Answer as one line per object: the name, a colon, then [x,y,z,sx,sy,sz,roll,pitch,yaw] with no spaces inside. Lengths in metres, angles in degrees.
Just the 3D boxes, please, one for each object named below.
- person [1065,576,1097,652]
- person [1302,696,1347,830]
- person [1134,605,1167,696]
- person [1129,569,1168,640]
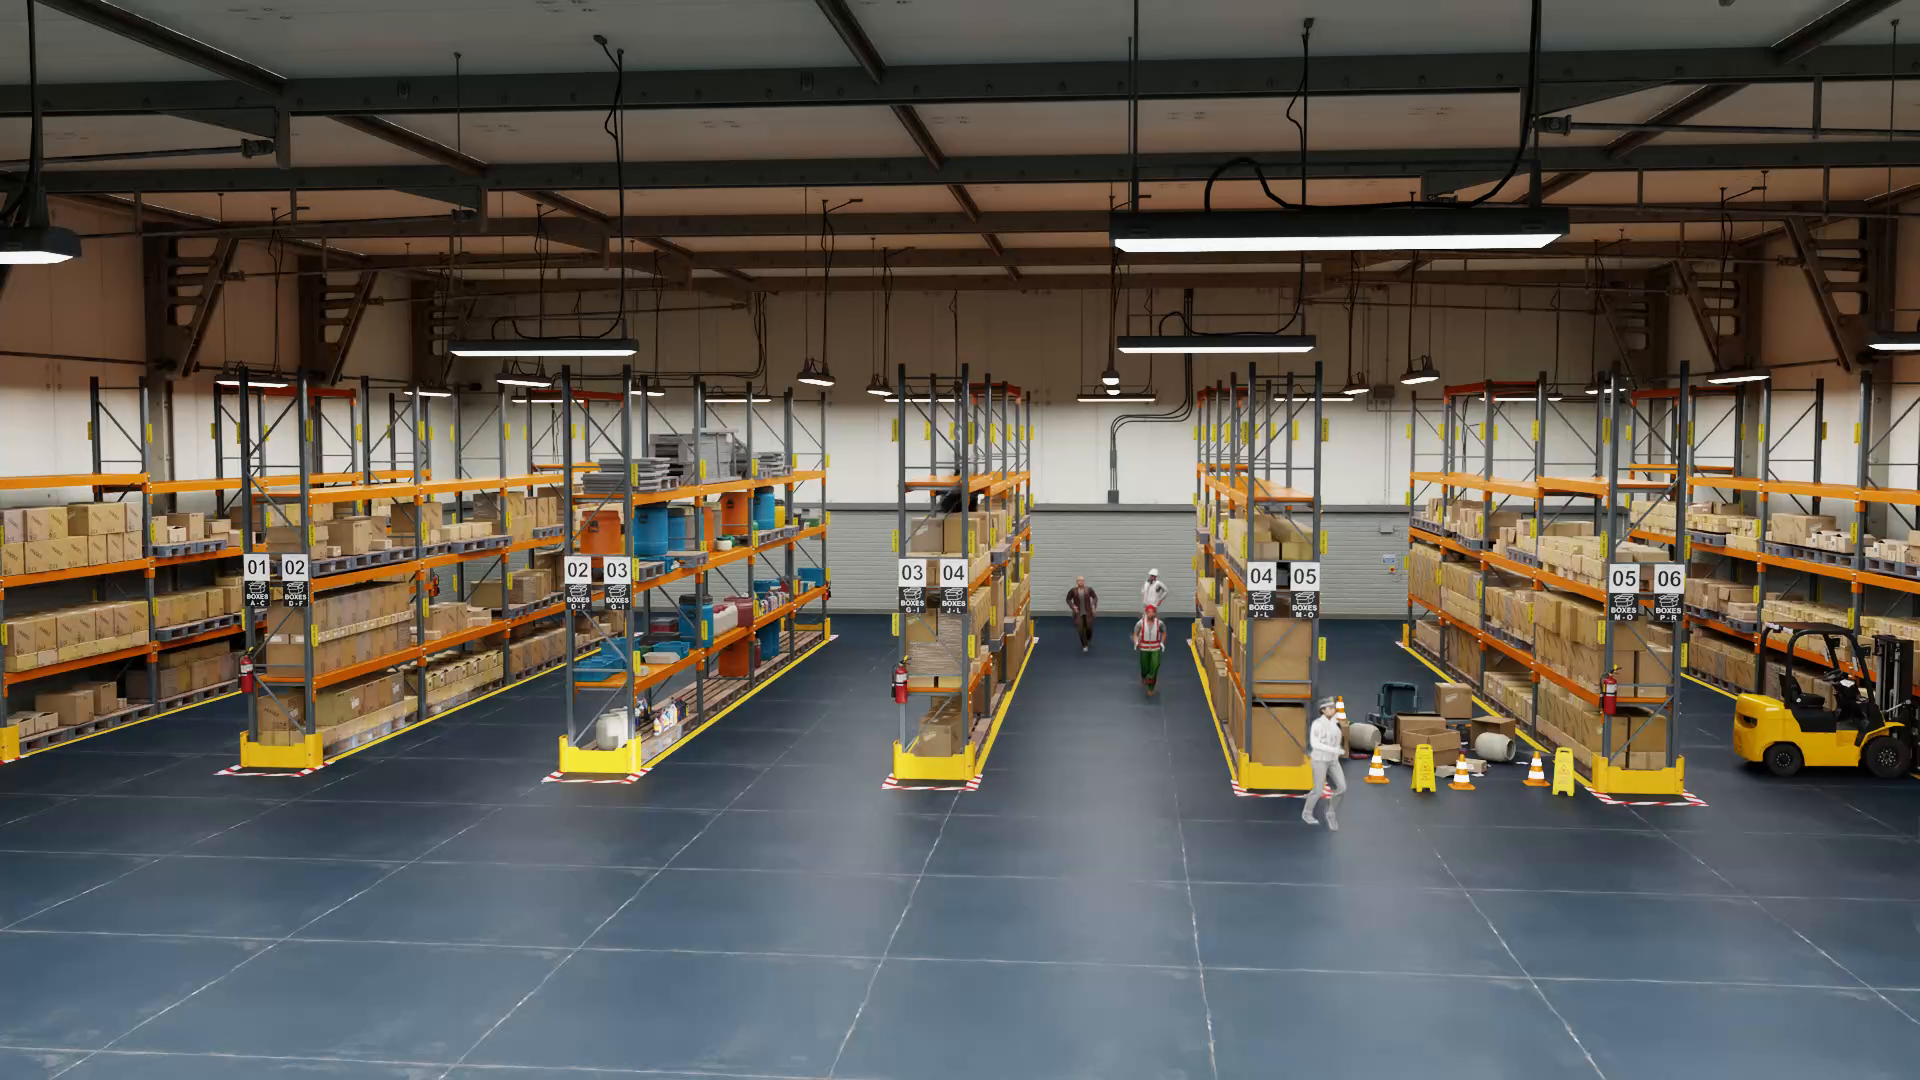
person: [2.792,1.691,38.228,0.739,1.733,0.609,0,4,1]
person: [4.642,2.832,21.012,0.623,1.750,0.703,-3,4,-34]
person: [3.647,2.093,31.871,0.646,1.738,0.711,0,4,4]
person: [4.632,1.553,40.316,0.971,1.739,0.760,-3,5,-37]
